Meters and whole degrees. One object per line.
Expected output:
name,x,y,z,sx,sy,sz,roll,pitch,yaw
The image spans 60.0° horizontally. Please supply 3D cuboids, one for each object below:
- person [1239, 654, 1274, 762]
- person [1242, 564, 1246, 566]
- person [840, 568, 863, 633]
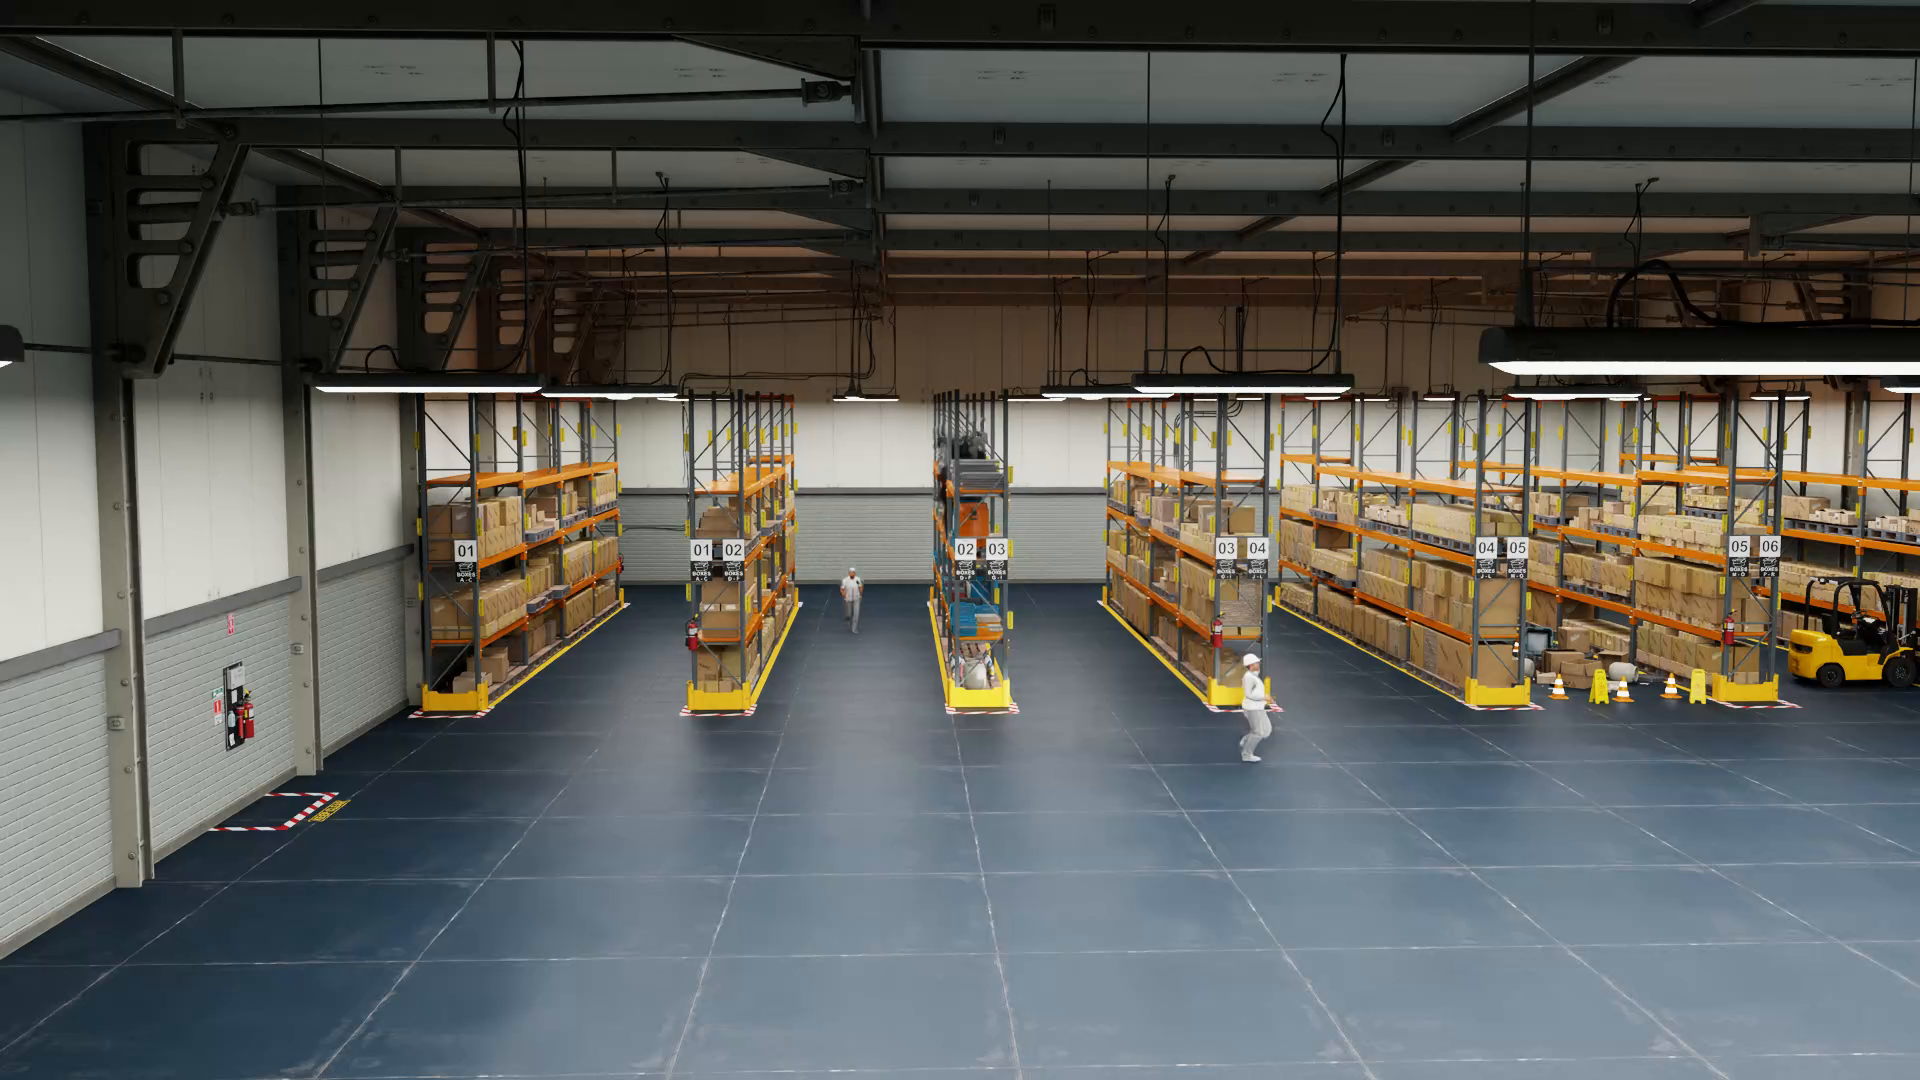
person,4.757,2.682,26.615,0.583,1.725,0.651,2,5,19
person,8.057,0.935,48.370,0.530,1.693,0.762,-4,6,-37
person,-2.728,1.501,41.911,0.597,1.634,0.754,-1,5,-14
